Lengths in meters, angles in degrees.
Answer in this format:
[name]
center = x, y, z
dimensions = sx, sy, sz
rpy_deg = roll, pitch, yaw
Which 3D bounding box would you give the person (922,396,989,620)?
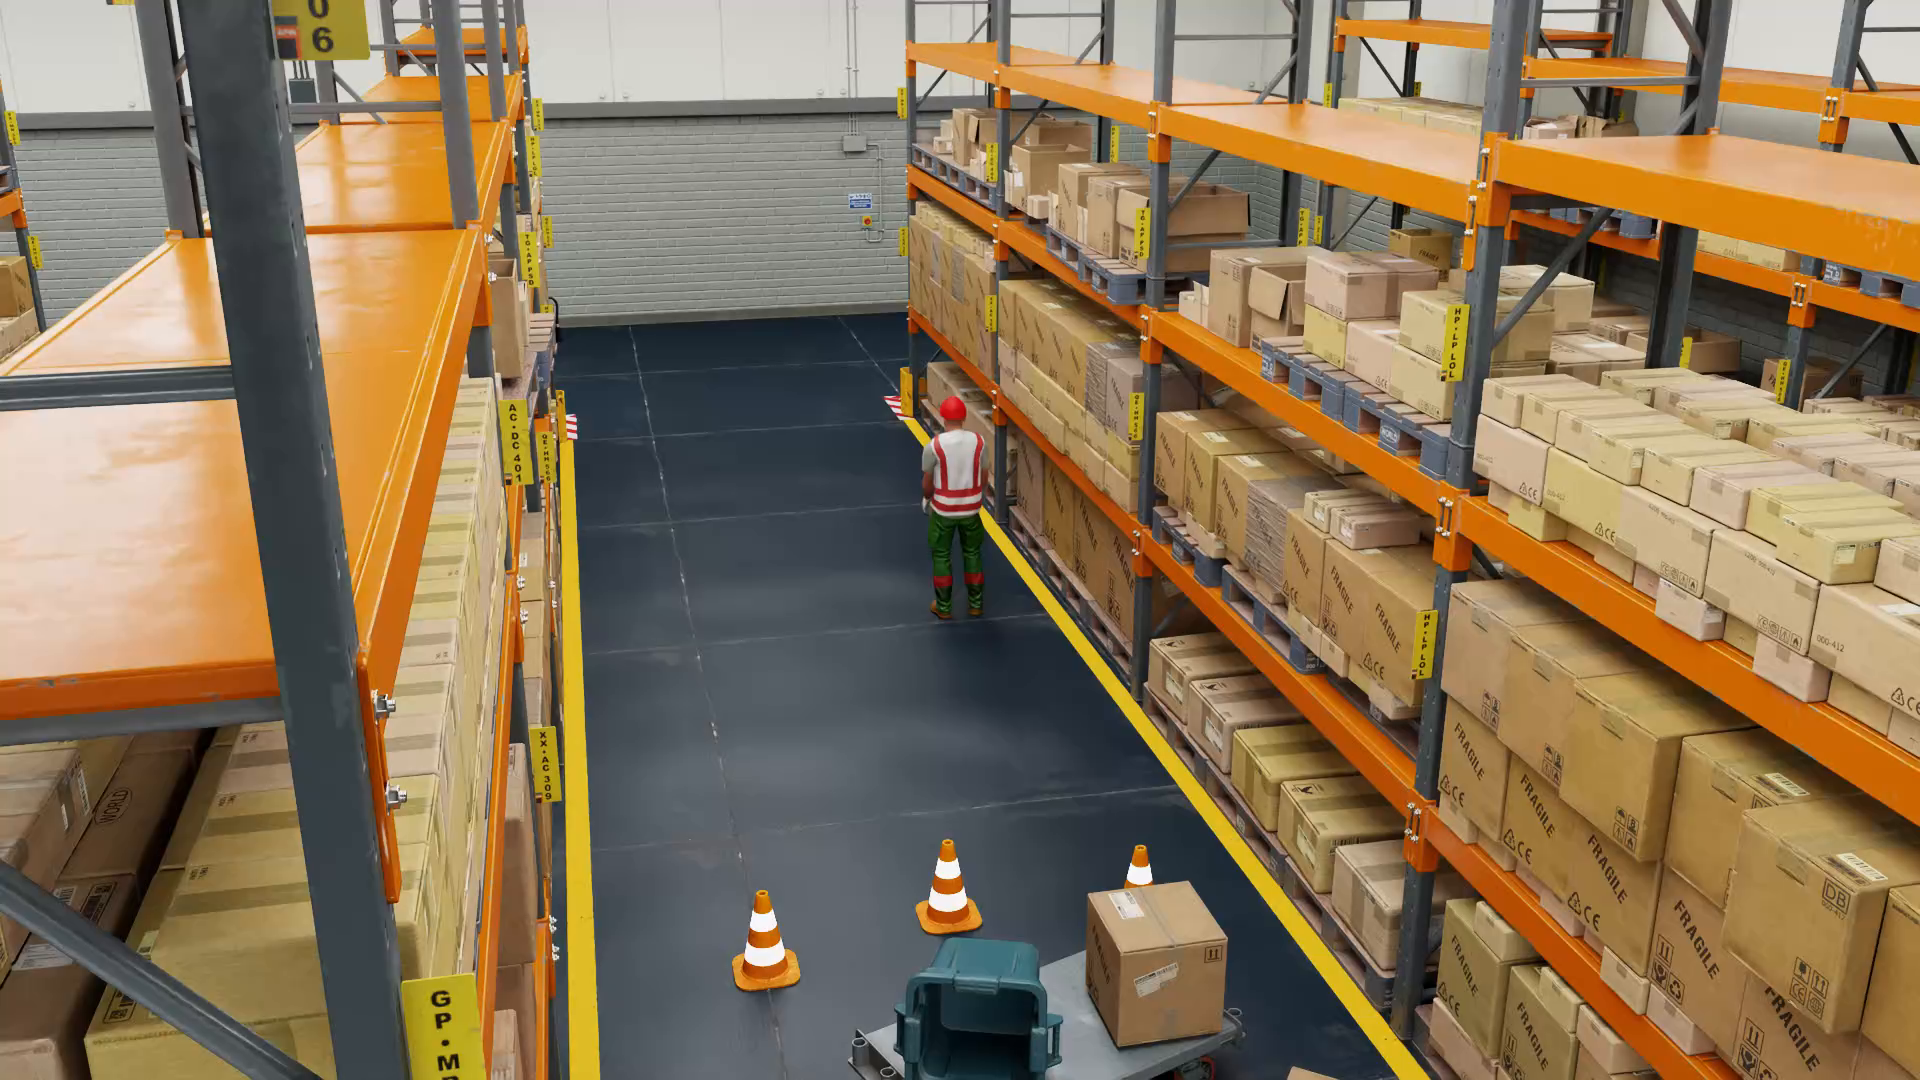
[person]
center = -0.044, -0.256, 13.080
dimensions = 0.539, 1.790, 0.437
rpy_deg = -5, 20, -14
